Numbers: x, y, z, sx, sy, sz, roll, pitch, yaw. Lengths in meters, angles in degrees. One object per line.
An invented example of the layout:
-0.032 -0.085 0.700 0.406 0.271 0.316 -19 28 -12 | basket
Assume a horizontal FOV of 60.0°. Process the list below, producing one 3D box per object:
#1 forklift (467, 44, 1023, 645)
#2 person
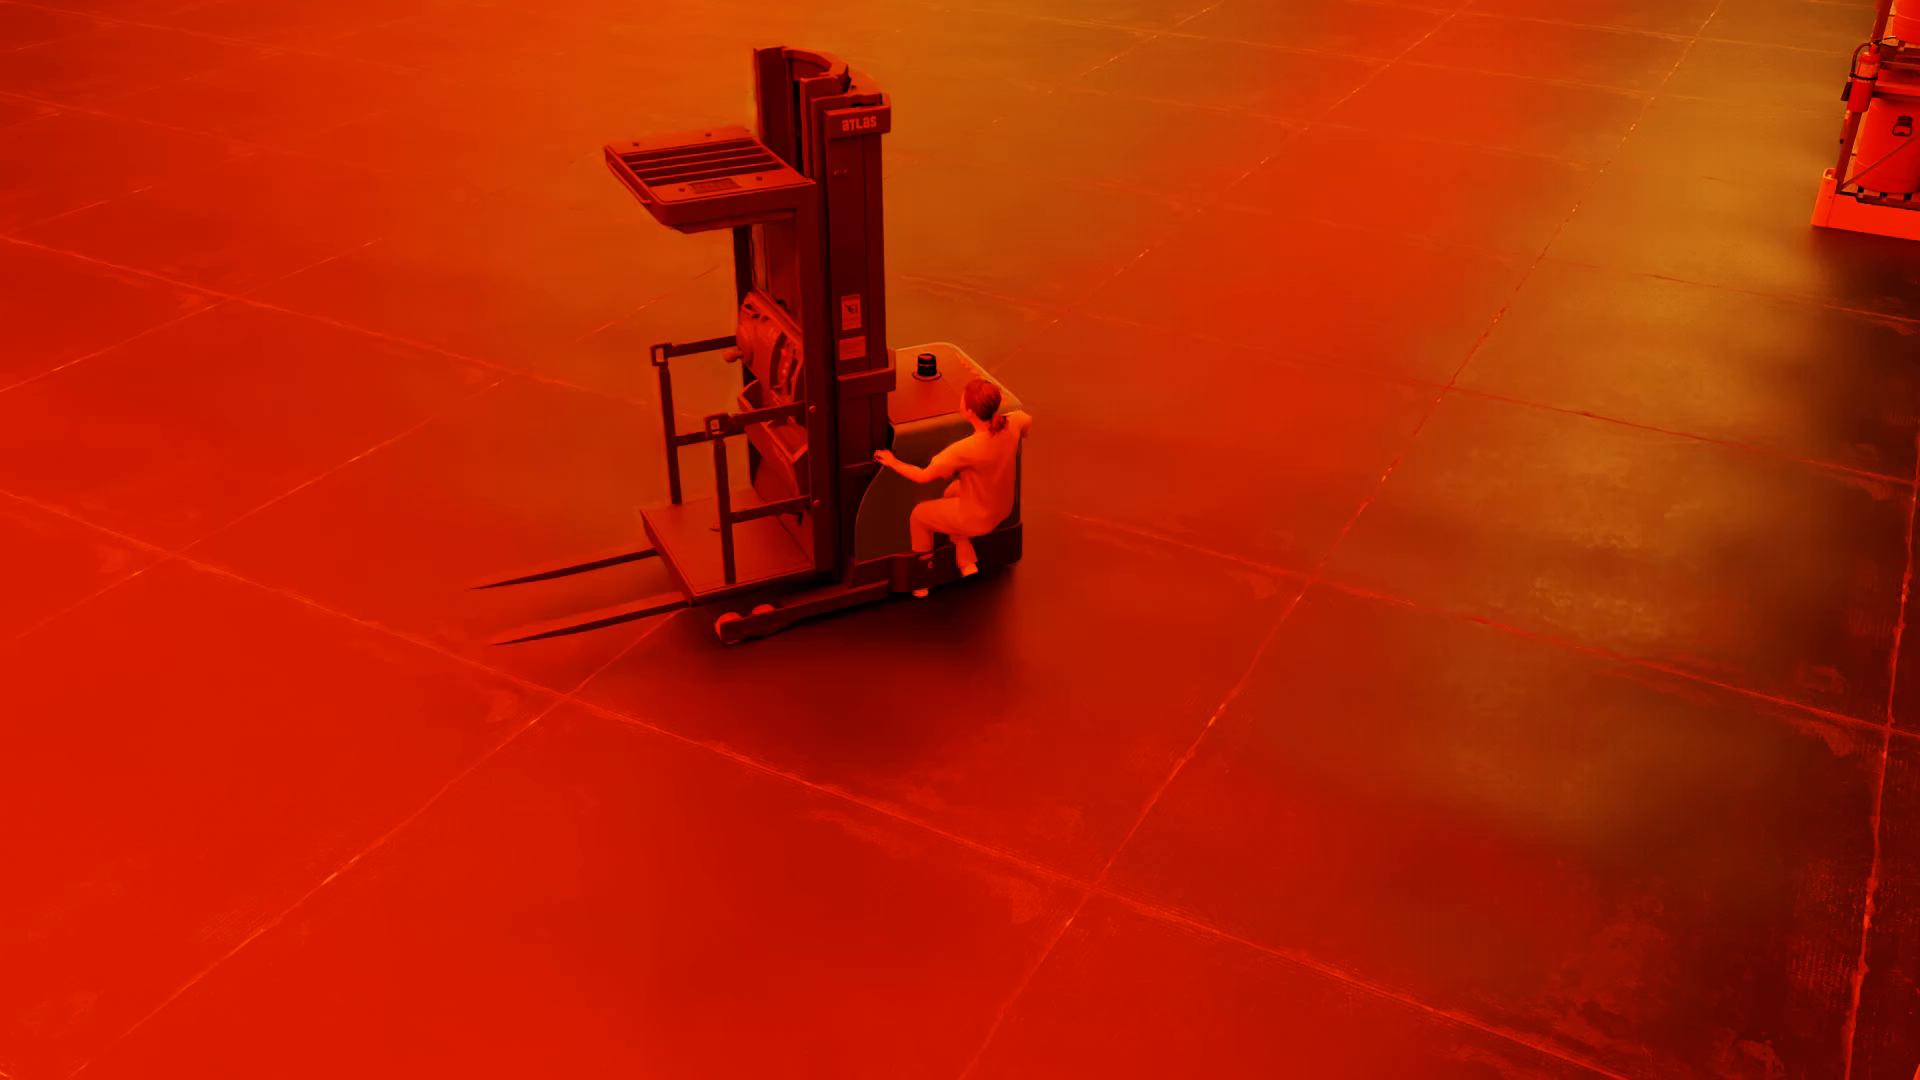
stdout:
-1.198 -1.009 8.818 3.031 2.935 1.130 -13 33 -22 | forklift
-0.050 -0.297 9.084 0.836 1.428 0.858 18 35 29 | person
